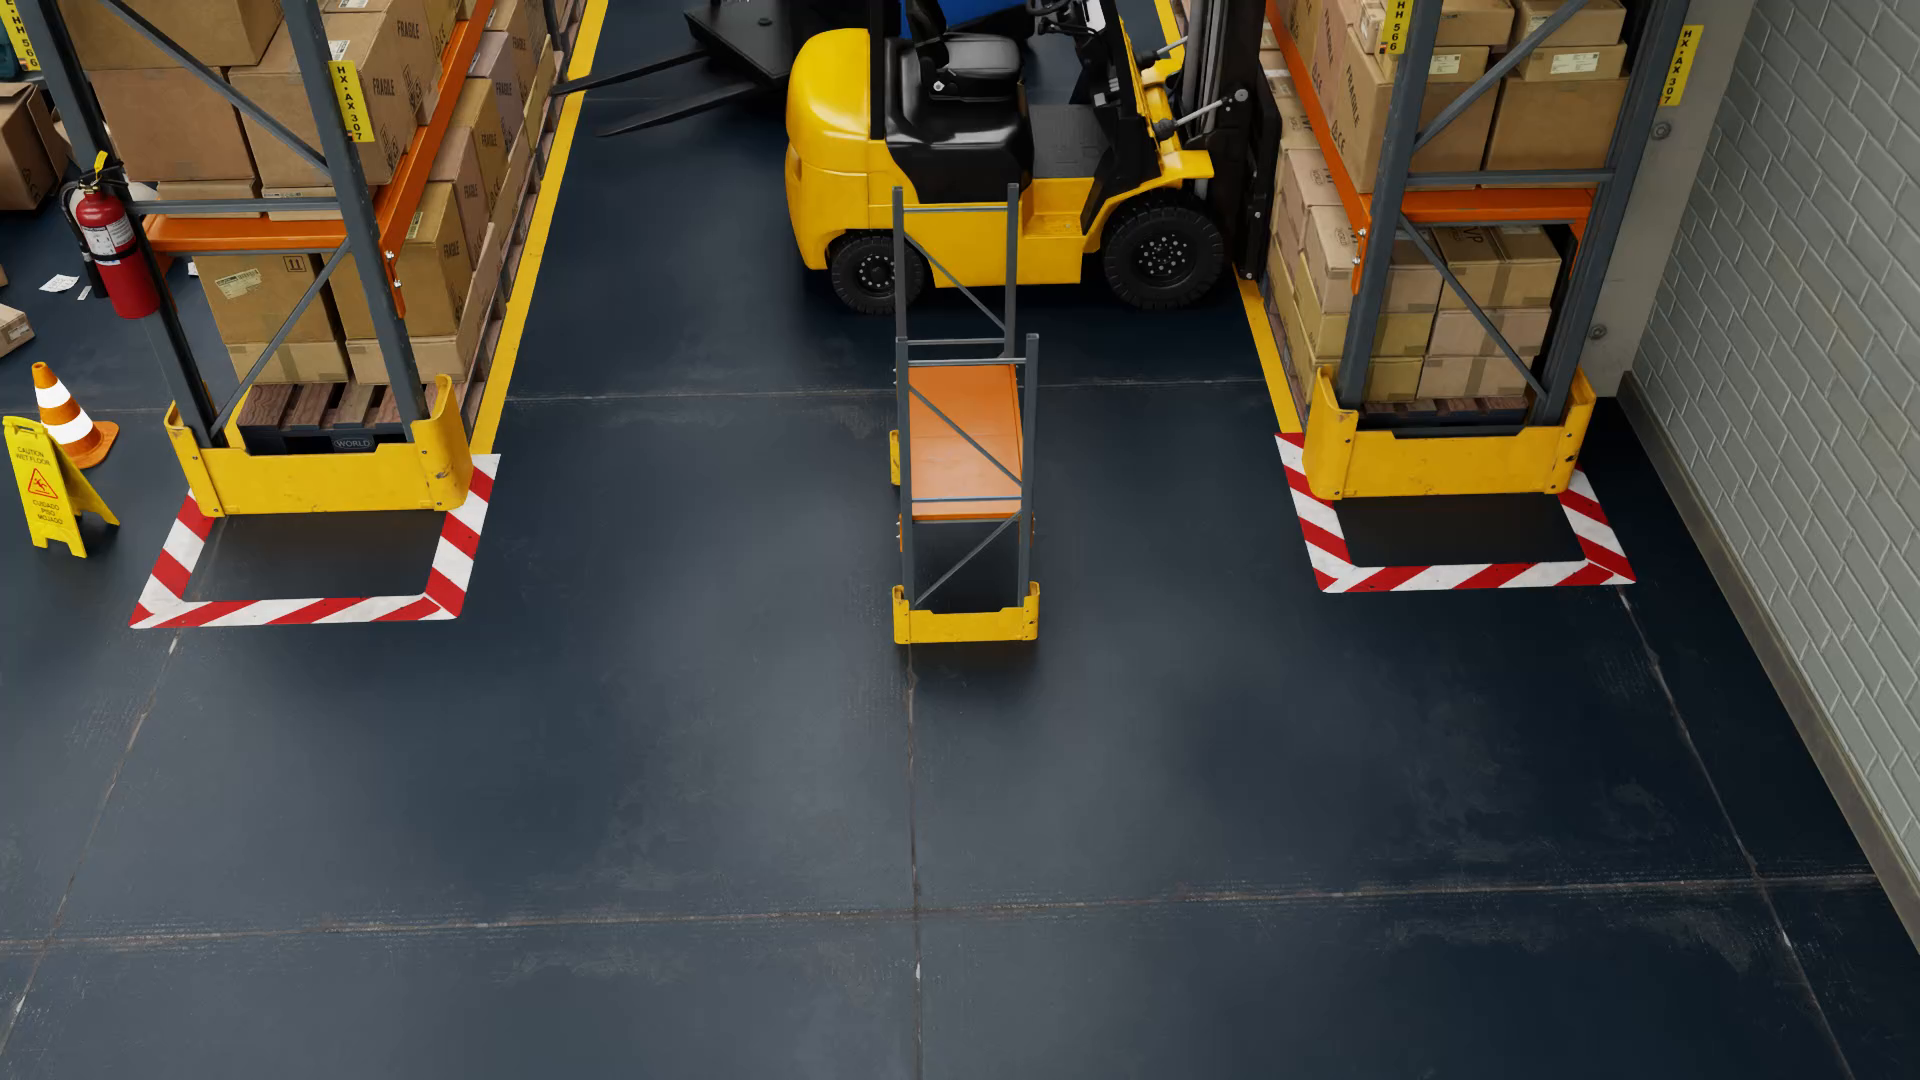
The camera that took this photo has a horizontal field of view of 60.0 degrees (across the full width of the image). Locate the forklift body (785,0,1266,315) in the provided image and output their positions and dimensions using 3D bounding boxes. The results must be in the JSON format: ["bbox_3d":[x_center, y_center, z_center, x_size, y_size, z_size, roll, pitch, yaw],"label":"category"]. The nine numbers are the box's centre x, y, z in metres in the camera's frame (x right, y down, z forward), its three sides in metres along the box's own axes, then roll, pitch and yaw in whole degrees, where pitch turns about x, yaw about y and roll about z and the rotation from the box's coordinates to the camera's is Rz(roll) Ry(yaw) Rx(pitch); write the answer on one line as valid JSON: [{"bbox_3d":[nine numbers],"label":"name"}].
[{"bbox_3d":[0.257,-2.348,8.219,2.313,2.155,1.214,-2,43,-2],"label":"forklift body"}]

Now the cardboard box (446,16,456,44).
[{"bbox_3d":[-2.624,-2.484,7.926,0.380,0.149,0.250,-3,43,-3],"label":"cardboard box"}]

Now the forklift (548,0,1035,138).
[{"bbox_3d":[-1.016,-3.976,9.418,3.031,2.935,1.130,-26,48,-25],"label":"forklift"}]

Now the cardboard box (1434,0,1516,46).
[{"bbox_3d":[1.934,-2.054,6.497,0.380,0.149,0.250,-2,43,-2],"label":"cardboard box"}]

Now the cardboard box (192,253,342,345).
[{"bbox_3d":[-3.094,-1.239,7.551,0.500,0.500,0.500,-1,43,-2],"label":"cardboard box"}]

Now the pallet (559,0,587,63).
[{"bbox_3d":[-3.003,-3.486,10.897,1.003,0.211,1.213,-2,43,-2],"label":"pallet"}]

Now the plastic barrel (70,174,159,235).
[{"bbox_3d":[-4.399,-1.689,8.779,0.512,0.421,0.421,27,49,27],"label":"plastic barrel"}]

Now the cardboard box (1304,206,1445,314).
[{"bbox_3d":[1.829,-1.244,7.372,0.500,0.250,0.500,0,43,0],"label":"cardboard box"}]

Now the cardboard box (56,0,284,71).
[{"bbox_3d":[-3.039,-2.141,6.332,0.700,0.500,0.500,-3,43,-3],"label":"cardboard box"}]

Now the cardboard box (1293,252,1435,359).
[{"bbox_3d":[1.827,-1.078,7.560,0.500,0.250,0.500,-2,43,-2],"label":"cardboard box"}]

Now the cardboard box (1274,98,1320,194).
[{"bbox_3d":[1.770,-1.929,8.119,0.500,0.250,0.500,-1,43,-1],"label":"cardboard box"}]

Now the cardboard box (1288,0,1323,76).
[{"bbox_3d":[1.842,-2.491,7.673,0.500,0.500,0.500,-2,43,-3],"label":"cardboard box"}]

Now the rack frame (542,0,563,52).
[{"bbox_3d":[-2.969,-3.988,9.381,1.000,3.000,0.127,-2,43,-2],"label":"rack frame"}]

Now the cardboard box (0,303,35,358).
[{"bbox_3d":[-4.873,-1.063,8.300,0.380,0.149,0.250,19,46,20],"label":"cardboard box"}]

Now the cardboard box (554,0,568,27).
[{"bbox_3d":[-2.994,-3.528,10.513,0.950,0.372,0.625,-1,43,-1],"label":"cardboard box"}]

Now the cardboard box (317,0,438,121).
[{"bbox_3d":[-2.567,-2.112,7.040,0.500,0.500,0.500,0,43,0],"label":"cardboard box"}]

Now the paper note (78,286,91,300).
[{"bbox_3d":[-4.550,-1.285,8.645,0.032,0.001,0.123,-2,43,-2],"label":"paper note"}]

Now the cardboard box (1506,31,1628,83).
[{"bbox_3d":[2.405,-1.945,6.598,0.380,0.149,0.250,-3,43,-3],"label":"cardboard box"}]

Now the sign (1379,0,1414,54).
[{"bbox_3d":[1.617,-1.941,6.115,0.100,0.325,0.005,-2,43,-2],"label":"sign"}]

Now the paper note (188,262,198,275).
[{"bbox_3d":[-4.014,-1.451,8.810,0.142,0.019,0.148,-16,45,-16],"label":"paper note"}]

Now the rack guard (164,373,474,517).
[{"bbox_3d":[-2.802,-0.418,7.336,1.175,0.500,0.348,-2,43,-2],"label":"rack guard"}]

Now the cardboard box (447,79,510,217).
[{"bbox_3d":[-2.598,-1.966,8.344,0.500,0.500,0.500,-1,43,-1],"label":"cardboard box"}]

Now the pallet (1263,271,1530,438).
[{"bbox_3d":[2.086,-0.920,8.097,1.003,0.211,1.213,-2,43,-2],"label":"pallet"}]

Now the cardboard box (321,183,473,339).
[{"bbox_3d":[-2.559,-1.274,7.589,0.500,0.500,0.500,-3,43,-3],"label":"cardboard box"}]

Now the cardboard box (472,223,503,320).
[{"bbox_3d":[-2.571,-1.326,8.201,0.500,0.250,0.500,0,43,0],"label":"cardboard box"}]

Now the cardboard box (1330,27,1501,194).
[{"bbox_3d":[1.877,-1.794,6.914,0.500,0.500,0.500,-3,43,-3],"label":"cardboard box"}]

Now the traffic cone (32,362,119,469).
[{"bbox_3d":[-4.106,-0.606,7.569,0.336,0.463,0.334,-2,43,-2],"label":"traffic cone"}]

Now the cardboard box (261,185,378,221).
[{"bbox_3d":[-2.607,-1.430,6.777,0.380,0.149,0.250,-1,43,-2],"label":"cardboard box"}]

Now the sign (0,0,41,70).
[{"bbox_3d":[-3.354,-1.829,5.934,0.100,0.325,0.005,-2,43,-2],"label":"sign"}]

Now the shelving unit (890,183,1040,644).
[{"bbox_3d":[0.003,-0.501,6.687,0.587,1.500,1.083,-2,43,-2],"label":"shelving unit"}]

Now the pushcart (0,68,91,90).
[{"bbox_3d":[-5.245,-2.922,10.159,1.648,0.377,0.936,-16,45,-16],"label":"pushcart"}]

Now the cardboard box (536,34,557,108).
[{"bbox_3d":[-2.675,-2.738,9.741,0.500,0.250,0.500,0,43,0],"label":"cardboard box"}]

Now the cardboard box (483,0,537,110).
[{"bbox_3d":[-2.652,-2.671,9.113,0.500,0.500,0.500,-1,43,-1],"label":"cardboard box"}]

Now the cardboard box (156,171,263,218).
[{"bbox_3d":[-3.029,-1.441,6.789,0.380,0.149,0.250,0,43,0],"label":"cardboard box"}]

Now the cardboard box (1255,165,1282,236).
[{"bbox_3d":[1.774,-1.765,8.309,0.500,0.250,0.500,-3,43,-3],"label":"cardboard box"}]

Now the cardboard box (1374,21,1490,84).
[{"bbox_3d":[1.865,-1.935,6.587,0.380,0.149,0.250,-1,43,-1],"label":"cardboard box"}]

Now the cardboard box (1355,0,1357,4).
[{"bbox_3d":[1.875,-2.283,6.967,0.380,0.149,0.250,-1,43,-1],"label":"cardboard box"}]

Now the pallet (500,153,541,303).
[{"bbox_3d":[-2.850,-1.682,8.929,1.003,0.211,1.213,-2,43,-2],"label":"pallet"}]

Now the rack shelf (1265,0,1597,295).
[{"bbox_3d":[2.075,-2.518,8.309,1.077,0.370,4.000,-2,43,-2],"label":"rack shelf"}]

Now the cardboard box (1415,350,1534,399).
[{"bbox_3d":[2.335,-0.911,7.748,0.500,0.250,0.500,-1,43,-2],"label":"cardboard box"}]

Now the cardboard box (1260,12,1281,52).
[{"bbox_3d":[1.741,-2.626,8.879,0.500,0.250,0.500,0,43,0],"label":"cardboard box"}]

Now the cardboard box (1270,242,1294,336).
[{"bbox_3d":[1.813,-1.218,8.083,0.500,0.250,0.500,-2,43,-2],"label":"cardboard box"}]

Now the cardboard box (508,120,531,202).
[{"bbox_3d":[-2.626,-2.035,8.975,0.500,0.250,0.500,-1,43,-1],"label":"cardboard box"}]

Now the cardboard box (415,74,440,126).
[{"bbox_3d":[-2.527,-1.955,7.348,0.380,0.149,0.250,-1,43,-1],"label":"cardboard box"}]

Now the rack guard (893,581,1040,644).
[{"bbox_3d":[0.024,0.296,6.743,0.587,0.250,0.087,-2,43,-2],"label":"rack guard"}]

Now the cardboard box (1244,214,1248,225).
[{"bbox_3d":[1.756,-1.906,8.834,0.500,0.250,0.500,0,43,0],"label":"cardboard box"}]

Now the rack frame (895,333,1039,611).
[{"bbox_3d":[0.025,-0.152,6.306,0.500,1.500,0.032,-2,43,-2],"label":"rack frame"}]

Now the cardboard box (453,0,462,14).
[{"bbox_3d":[-2.620,-2.799,7.789,0.500,0.500,0.500,-2,43,-3],"label":"cardboard box"}]

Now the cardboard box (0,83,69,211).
[{"bbox_3d":[-5.451,-2.162,9.136,0.797,0.637,0.503,-2,43,-2],"label":"cardboard box"}]

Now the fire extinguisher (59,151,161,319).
[{"bbox_3d":[-3.255,-1.169,6.362,0.296,0.674,0.183,-2,43,-2],"label":"fire extinguisher"}]
